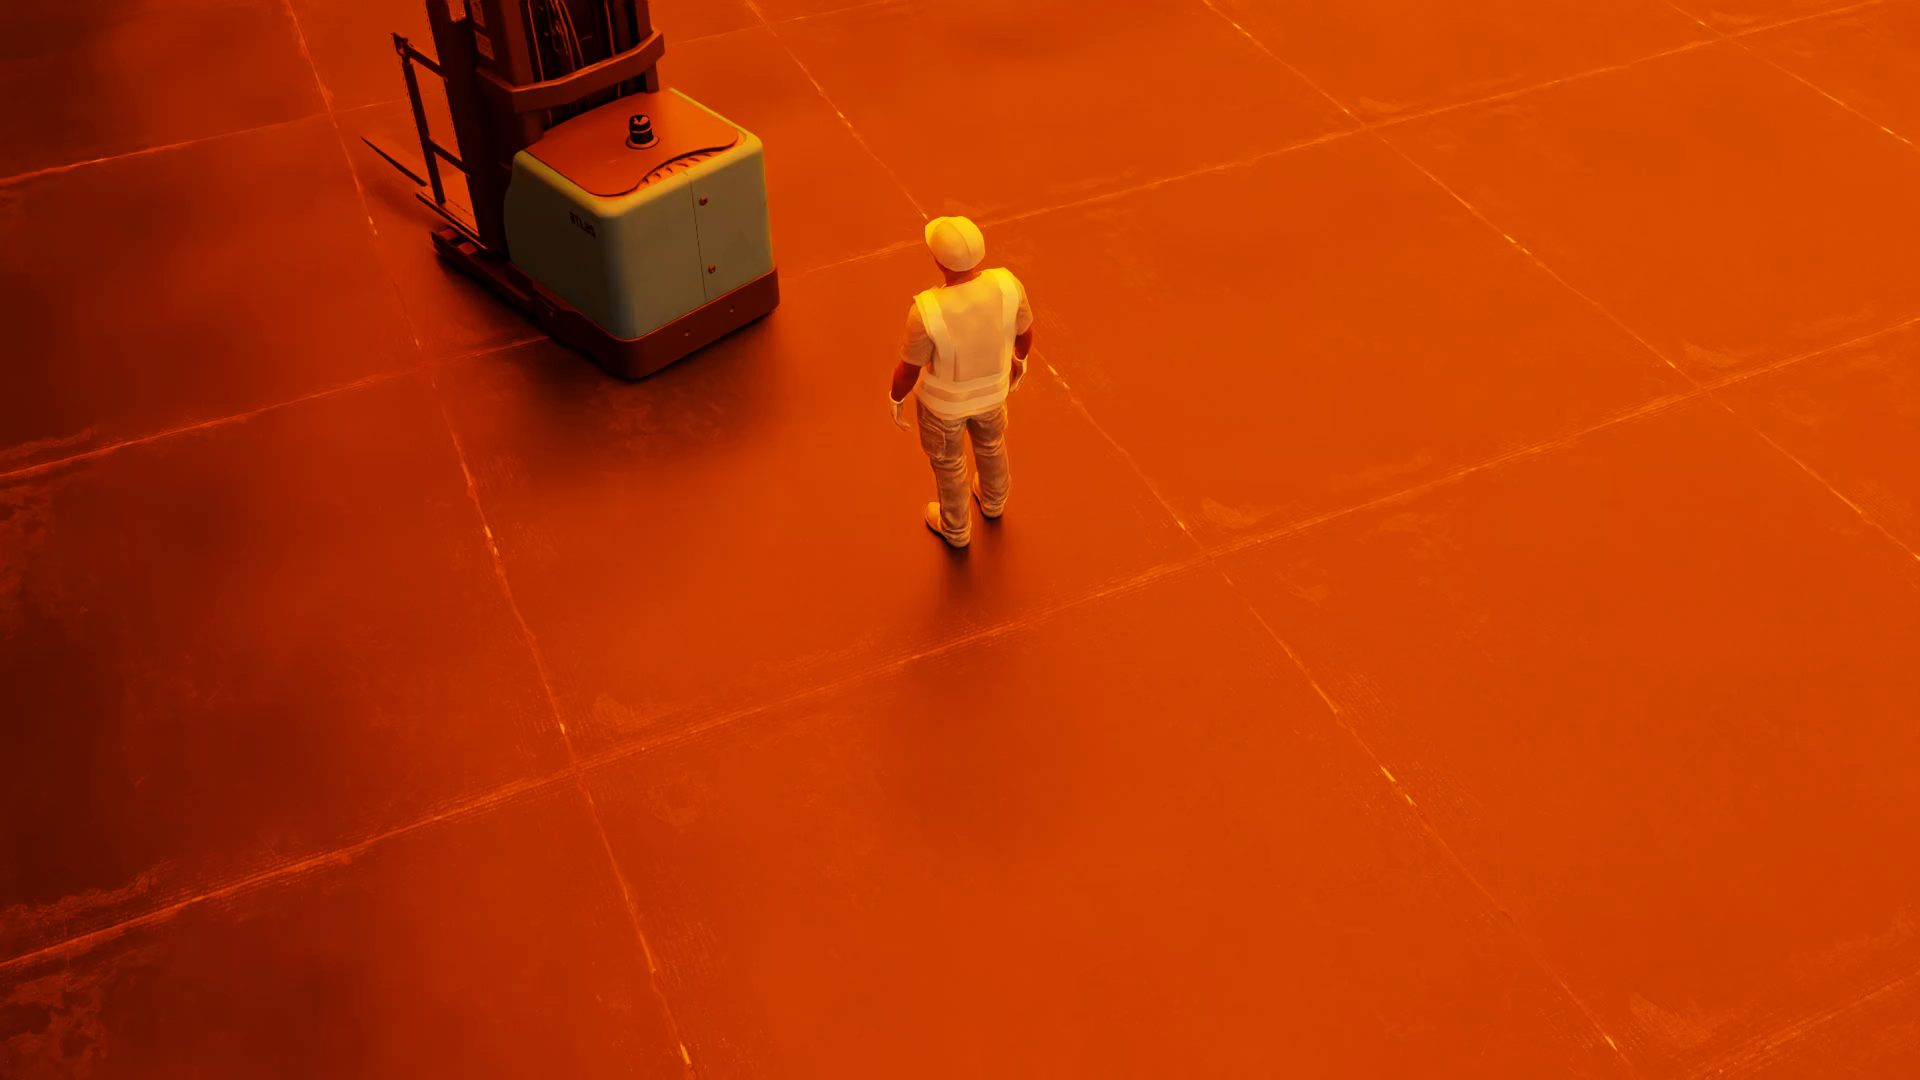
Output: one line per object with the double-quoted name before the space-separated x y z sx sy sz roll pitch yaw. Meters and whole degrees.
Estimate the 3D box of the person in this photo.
"person" -0.023 -0.705 7.266 0.657 1.785 0.575 -18 46 -18

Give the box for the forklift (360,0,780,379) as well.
"forklift" -2.376 -2.814 8.696 1.130 2.935 3.031 -34 52 -31
